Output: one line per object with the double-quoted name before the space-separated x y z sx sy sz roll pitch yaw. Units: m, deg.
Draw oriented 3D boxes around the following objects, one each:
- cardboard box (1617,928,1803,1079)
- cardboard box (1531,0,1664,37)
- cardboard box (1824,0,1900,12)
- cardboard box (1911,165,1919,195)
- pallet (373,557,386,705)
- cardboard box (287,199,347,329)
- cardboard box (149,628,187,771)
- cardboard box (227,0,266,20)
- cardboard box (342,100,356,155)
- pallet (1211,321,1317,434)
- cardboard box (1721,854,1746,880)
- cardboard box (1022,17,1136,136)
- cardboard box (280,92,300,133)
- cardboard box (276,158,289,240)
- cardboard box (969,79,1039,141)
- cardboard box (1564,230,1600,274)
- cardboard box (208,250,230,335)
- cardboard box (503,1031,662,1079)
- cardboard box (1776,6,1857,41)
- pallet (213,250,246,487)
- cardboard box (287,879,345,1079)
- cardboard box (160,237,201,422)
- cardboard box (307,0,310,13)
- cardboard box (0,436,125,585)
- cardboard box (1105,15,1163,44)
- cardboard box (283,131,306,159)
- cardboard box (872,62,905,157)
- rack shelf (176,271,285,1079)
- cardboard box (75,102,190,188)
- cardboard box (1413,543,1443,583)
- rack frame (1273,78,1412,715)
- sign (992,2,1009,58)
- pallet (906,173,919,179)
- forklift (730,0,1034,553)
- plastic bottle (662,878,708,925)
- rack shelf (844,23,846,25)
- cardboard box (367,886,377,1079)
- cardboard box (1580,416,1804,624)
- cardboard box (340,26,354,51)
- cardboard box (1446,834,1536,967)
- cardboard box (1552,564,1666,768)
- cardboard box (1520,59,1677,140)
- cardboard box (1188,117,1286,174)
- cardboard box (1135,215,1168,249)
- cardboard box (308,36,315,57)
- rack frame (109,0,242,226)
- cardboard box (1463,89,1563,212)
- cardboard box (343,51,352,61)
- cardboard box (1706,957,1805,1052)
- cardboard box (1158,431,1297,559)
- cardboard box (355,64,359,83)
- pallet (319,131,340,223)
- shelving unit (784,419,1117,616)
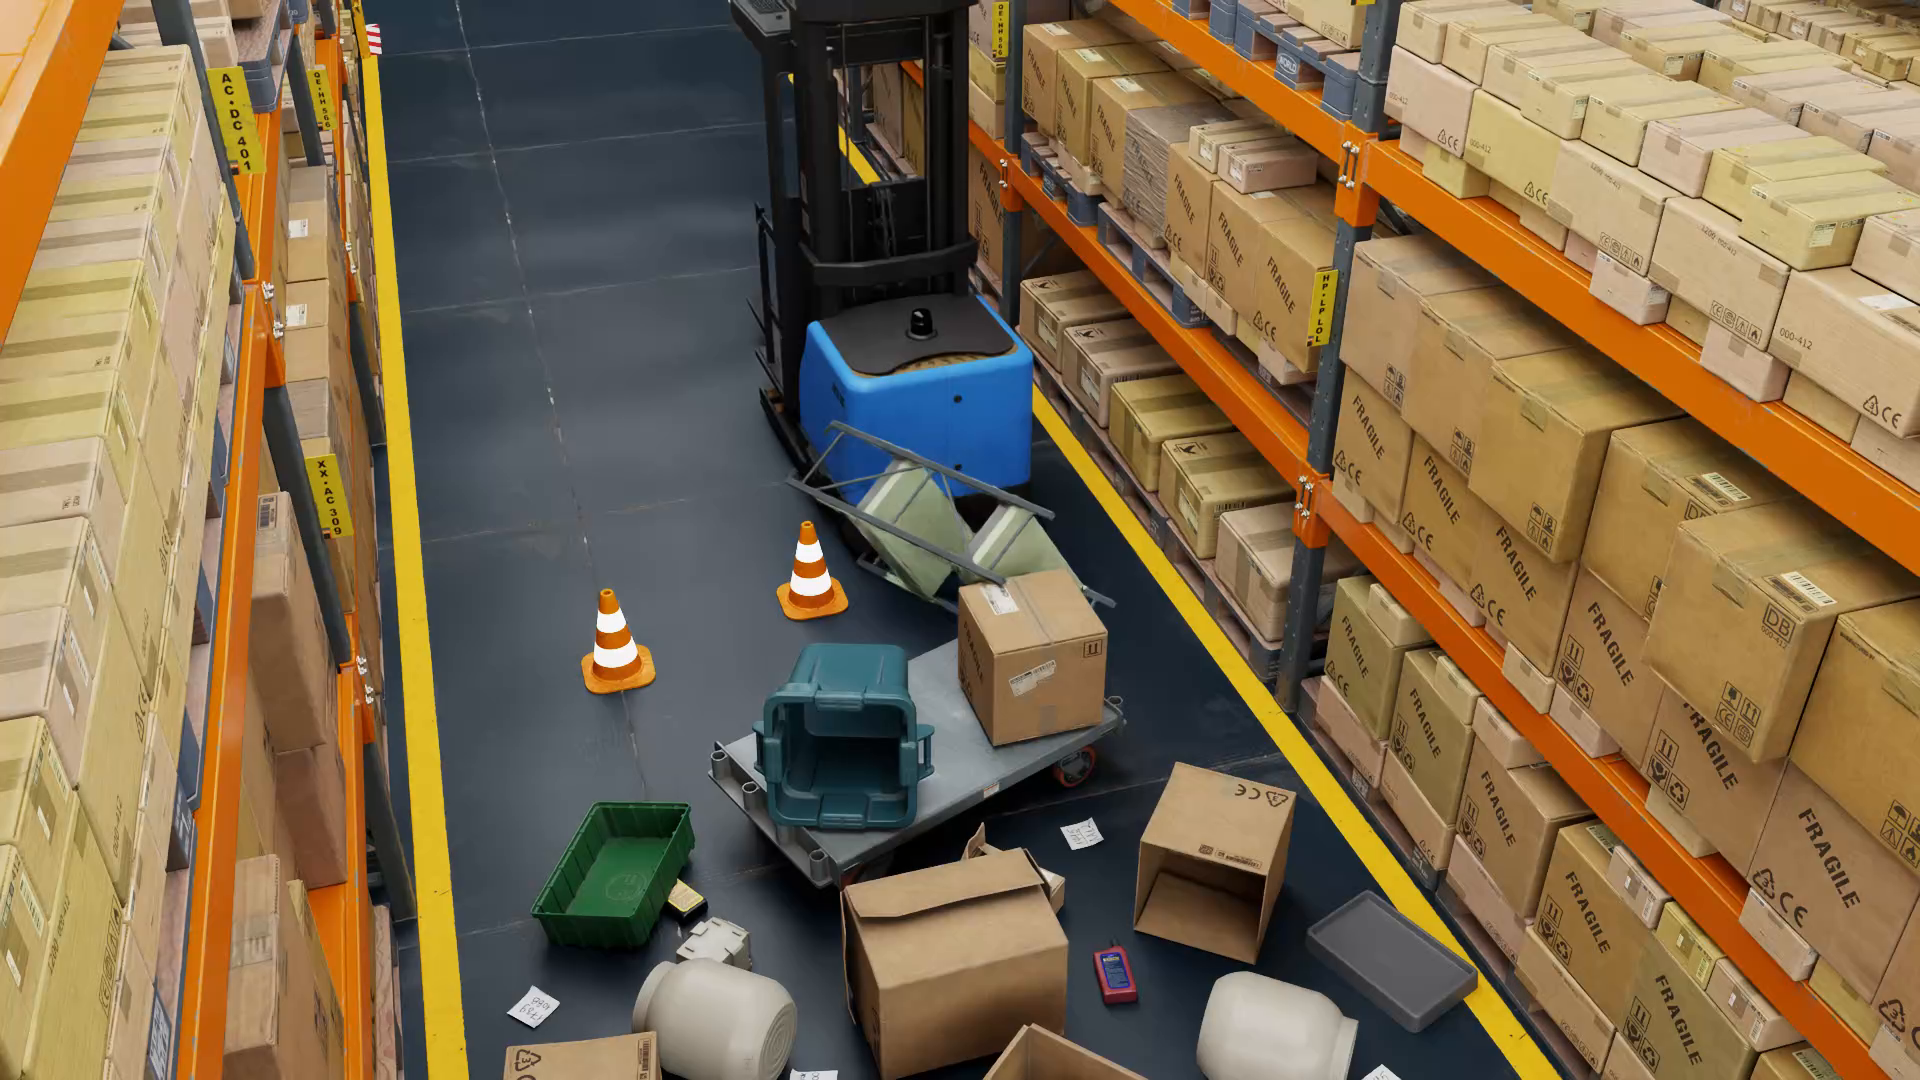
"cardboard box" 2.554 1.565 5.414 0.500 0.500 0.500 -9 34 -13
"cardboard box" 2.293 -1.894 5.999 0.380 0.149 0.250 -9 35 -14
"cardboard box" 5.973 -3.538 11.024 0.380 0.149 0.250 -9 35 -13
"cardboard box" 2.861 -0.949 4.568 0.380 0.149 0.250 -9 35 -14
"pallet" -3.377 0.470 8.166 1.003 0.211 1.213 -10 35 -15
"cardboard box" -3.371 -1.347 8.297 0.500 0.500 0.500 -10 35 -15
"cardboard box" -1.582 0.313 2.910 0.380 0.149 0.250 -10 35 -15
"cardboard box" -3.118 -2.404 6.703 0.500 0.500 0.500 -10 35 -15
"cardboard box" -4.667 -2.956 12.028 0.500 0.250 0.500 -11 35 -16
"pallet" 1.894 -0.890 7.870 1.003 0.211 1.213 -10 35 -15
"cardboard box" 2.599 0.959 5.125 0.380 0.149 0.250 -10 35 -14
"cardboard box" 0.686 -2.710 9.709 0.500 0.500 0.500 -11 35 -16
"cardboard box" -3.872 -2.355 9.220 0.380 0.149 0.250 -10 35 -15
"cardboard box" -3.632 -1.715 7.947 0.700 0.500 0.500 -10 35 -15
"cardboard box" 0.367 -2.804 10.728 0.500 0.250 0.500 -11 35 -16
"cardboard box" 2.167 -0.948 5.290 0.380 0.149 0.250 -11 35 -16
"cardboard box" -2.121 -0.617 4.318 0.380 0.149 0.250 -9 35 -14
"cardboard box" -1.244 2.025 5.549 0.500 0.500 0.500 -4 34 -6
"cardboard box" 5.497 -3.306 10.673 0.380 0.149 0.250 -9 35 -13
"pallet" -2.455 -0.442 4.377 1.003 0.211 1.213 -10 35 -15
"cardboard box" -2.071 1.320 4.215 0.875 0.550 0.500 -10 35 -15
"cardboard box" -1.995 -0.445 3.696 0.500 0.250 0.500 -10 35 -15
"cardboard box" -4.744 -3.740 11.585 0.380 0.149 0.250 -10 35 -14
"cardboard box" -1.582 -0.018 2.688 0.380 0.149 0.250 -11 35 -16
"cardboard box" 1.172 -2.794 9.835 0.500 0.500 0.500 -11 35 -16
"cardboard box" -3.871 -2.241 9.317 0.380 0.149 0.250 -8 34 -13
"cardboard box" -0.186 -3.721 13.527 0.875 0.875 0.875 -9 34 -13
"rack shelf" -2.084 0.440 3.615 1.077 0.370 4.000 -10 35 -15
"cardboard box" -2.126 -0.952 4.102 0.380 0.149 0.250 -10 35 -15
"cardboard box" 2.016 0.038 6.519 0.380 0.149 0.250 -10 35 -15
"rack frame" 1.989 -0.544 7.173 1.000 3.000 0.127 -10 35 -15
"sign" 0.241 -3.033 9.888 0.100 0.325 0.005 -10 35 -15
"pallet" 0.232 -2.547 12.733 1.003 0.211 1.213 -10 35 -15
"forklift" -0.587 -1.959 9.376 1.130 2.935 3.031 -11 35 -17
"plastic bottle" -1.173 1.458 6.807 0.283 0.061 0.133 27 42 34
"rack shelf" -1.061 -5.495 15.316 1.077 0.370 4.000 -10 35 -15
"cardboard box" -2.569 1.394 5.785 0.875 0.875 0.875 -9 35 -14
"cardboard box" 2.425 -0.062 5.174 0.700 0.500 0.500 -10 35 -15
"cardboard box" -5.576 -4.424 14.708 0.380 0.149 0.250 -9 34 -13
"cardboard box" 2.250 1.339 6.435 0.500 0.250 0.500 -10 35 -15
"cardboard box" 2.347 0.355 5.451 0.500 0.500 0.500 -10 35 -14
"cardboard box" 2.008 -1.389 5.235 0.380 0.149 0.250 -10 35 -15
"cardboard box" 1.304 -1.860 7.834 0.380 0.149 0.250 -11 35 -17
"cardboard box" 1.138 -1.656 8.702 0.380 0.149 0.250 -9 34 -13
"cardboard box" -4.595 -3.355 11.273 0.380 0.149 0.250 -12 35 -17
"rack frame" -2.694 -2.162 4.179 1.000 3.000 0.127 -10 35 -15
"cardboard box" 2.028 -1.311 5.478 0.500 0.250 0.500 -10 35 -15
"cardboard box" -5.531 -4.160 14.580 0.380 0.149 0.250 -8 34 -12
"cardboard box" 2.540 1.386 5.096 0.380 0.149 0.250 -9 35 -13
"cardboard box" 1.604 -0.275 8.768 0.950 0.372 0.625 -8 34 -12
"cardboard box" -5.597 -4.182 14.882 0.380 0.149 0.250 -12 35 -17
"pallet" -4.233 -2.035 9.603 1.213 0.211 1.003 -10 35 -15
"shelving unit" -0.064 0.005 7.911 1.500 0.755 0.431 25 71 41
